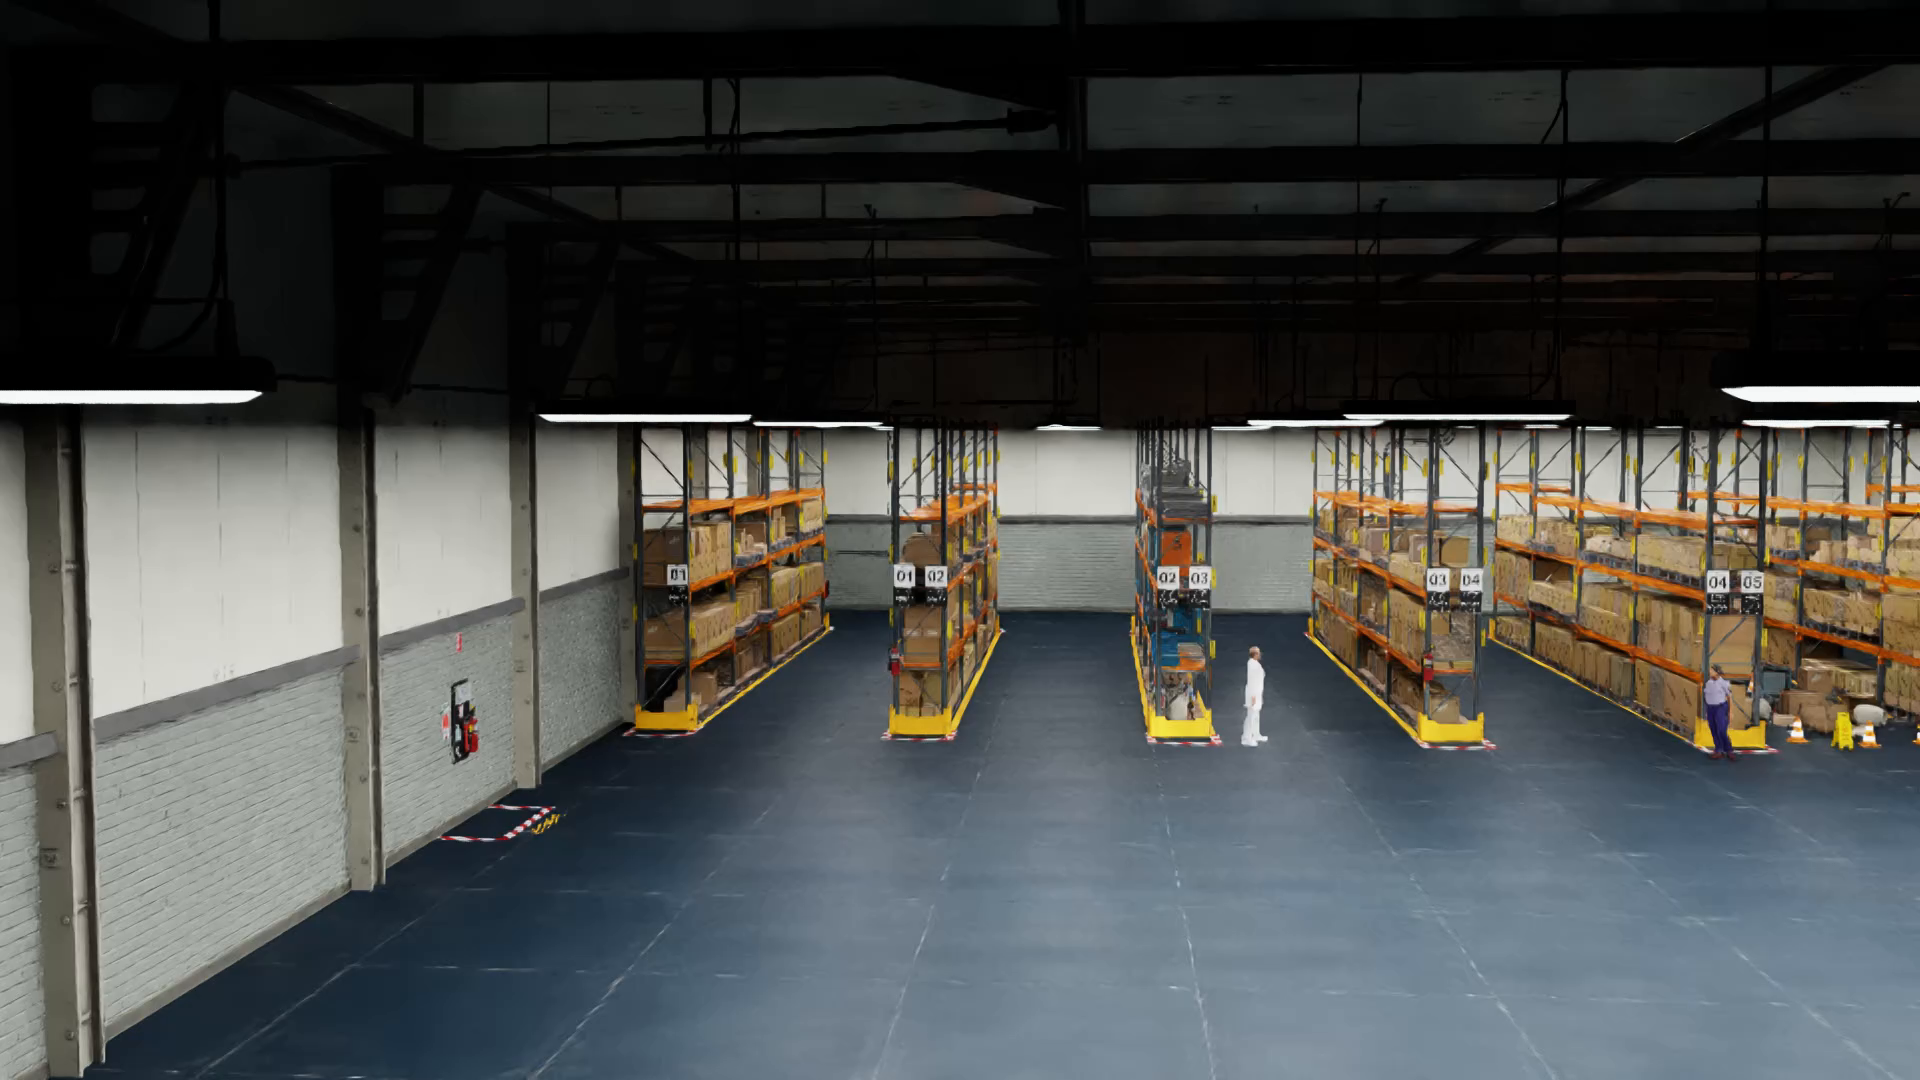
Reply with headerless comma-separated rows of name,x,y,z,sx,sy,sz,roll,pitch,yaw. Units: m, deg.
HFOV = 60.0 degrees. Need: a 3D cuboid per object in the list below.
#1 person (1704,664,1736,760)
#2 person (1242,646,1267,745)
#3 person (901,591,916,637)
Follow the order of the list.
person,13.279,2.998,29.042,0.408,1.641,0.602,-2,4,-25
person,5.400,2.834,30.396,0.491,1.778,0.681,0,4,6
person,-1.342,1.937,46.272,0.729,1.545,0.546,0,4,3
